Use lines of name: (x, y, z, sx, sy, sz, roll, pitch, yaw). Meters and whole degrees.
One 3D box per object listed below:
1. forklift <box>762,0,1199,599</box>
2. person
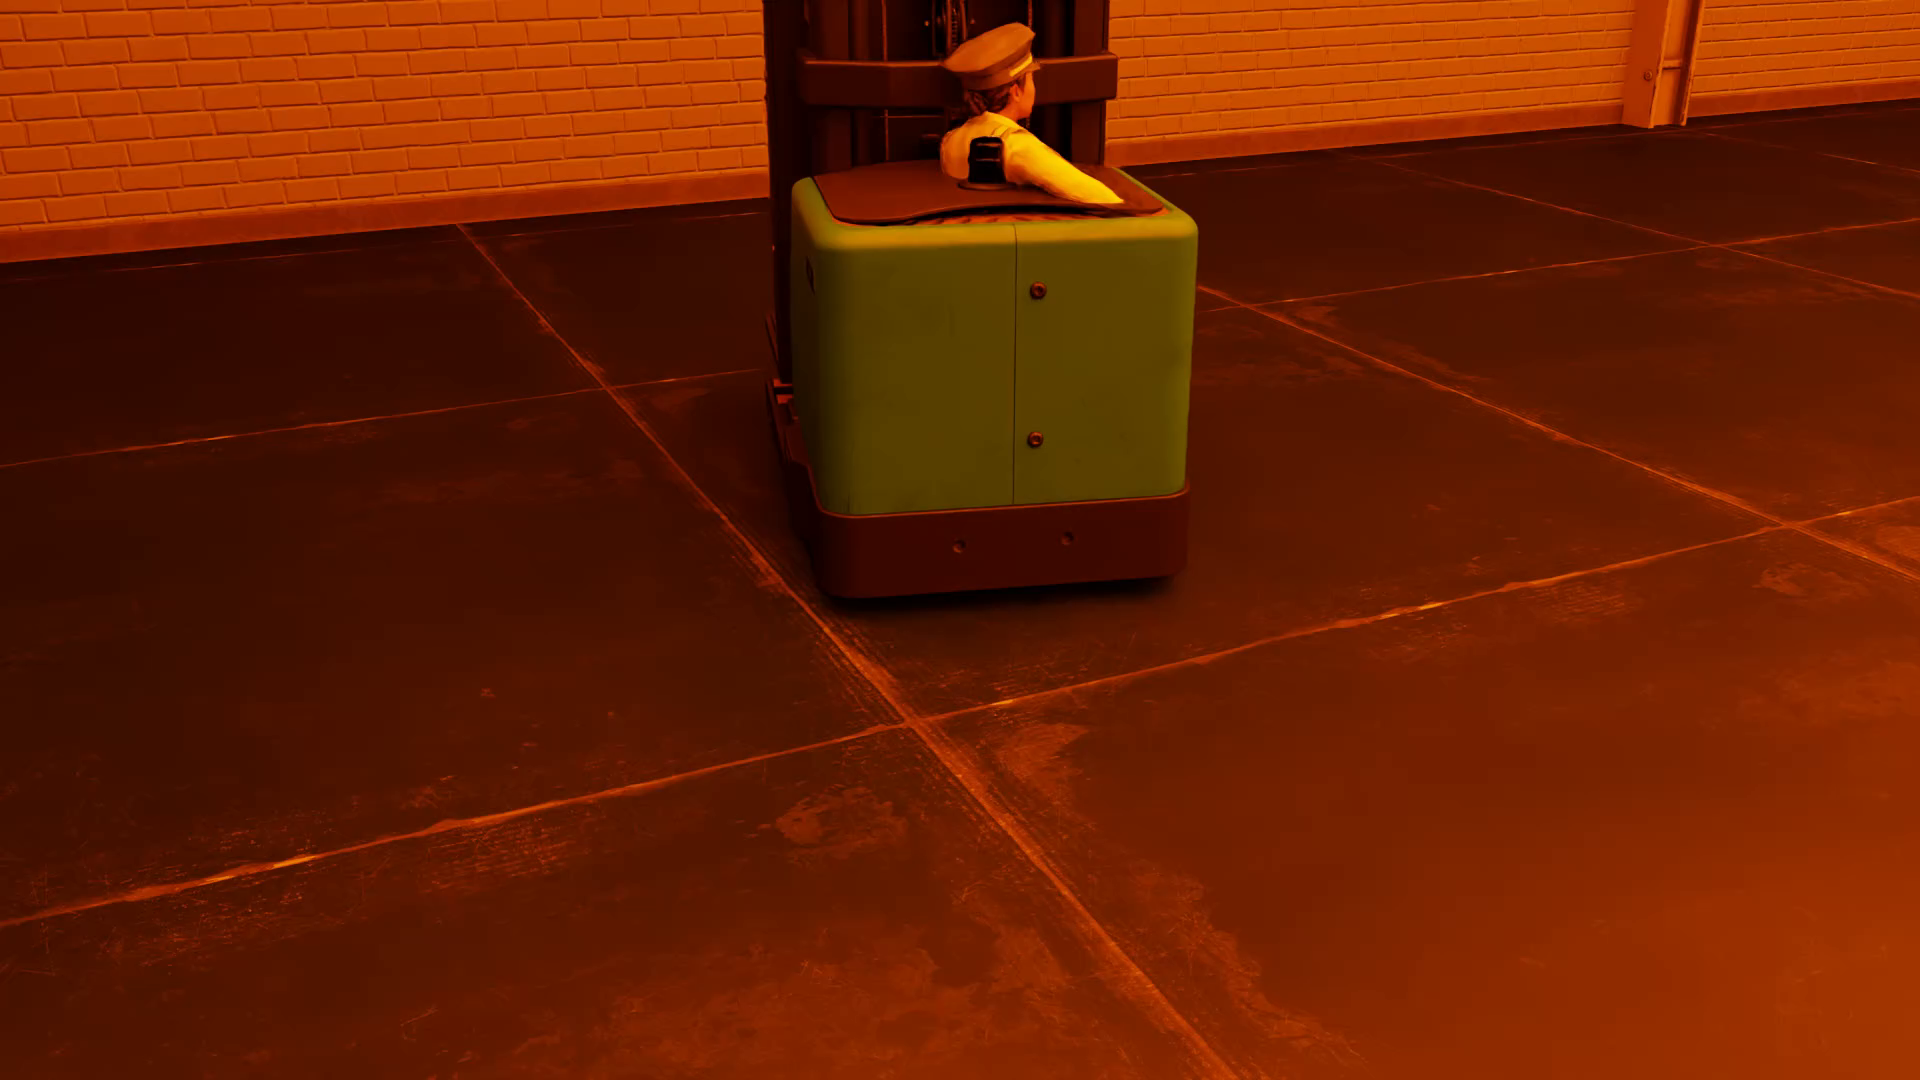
forklift: (-0.115, -1.727, 5.443, 1.130, 2.935, 3.031, -4, 23, -9)
person: (0.350, -0.792, 4.946, 0.814, 1.451, 0.918, -18, 29, -37)
